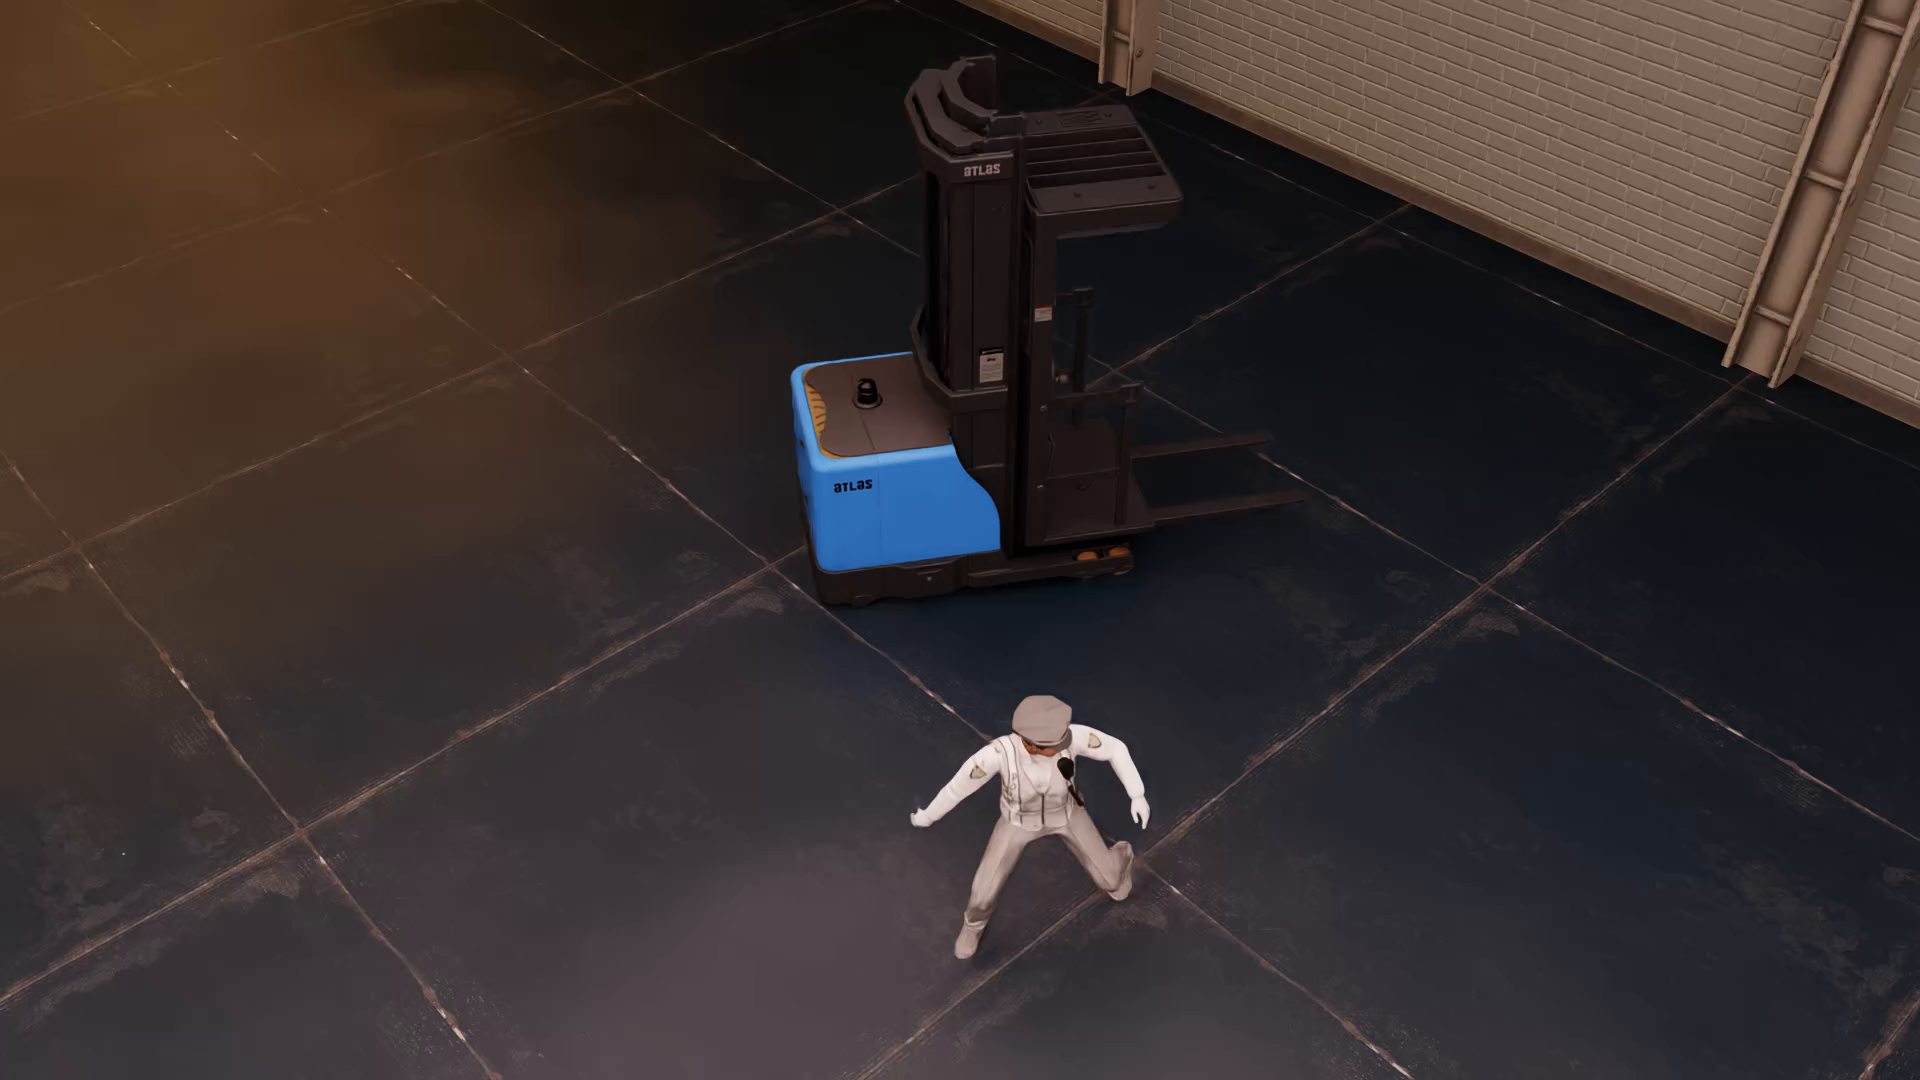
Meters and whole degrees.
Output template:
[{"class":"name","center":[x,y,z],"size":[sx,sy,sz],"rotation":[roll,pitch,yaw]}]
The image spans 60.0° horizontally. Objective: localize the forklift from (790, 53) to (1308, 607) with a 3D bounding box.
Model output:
[{"class":"forklift","center":[0.569,-1.209,9.310],"size":[3.031,2.935,1.130],"rotation":[-8,41,-9]}]

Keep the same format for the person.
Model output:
[{"class":"person","center":[0.321,1.284,7.552],"size":[1.080,1.557,0.455],"rotation":[-4,41,-4]}]
